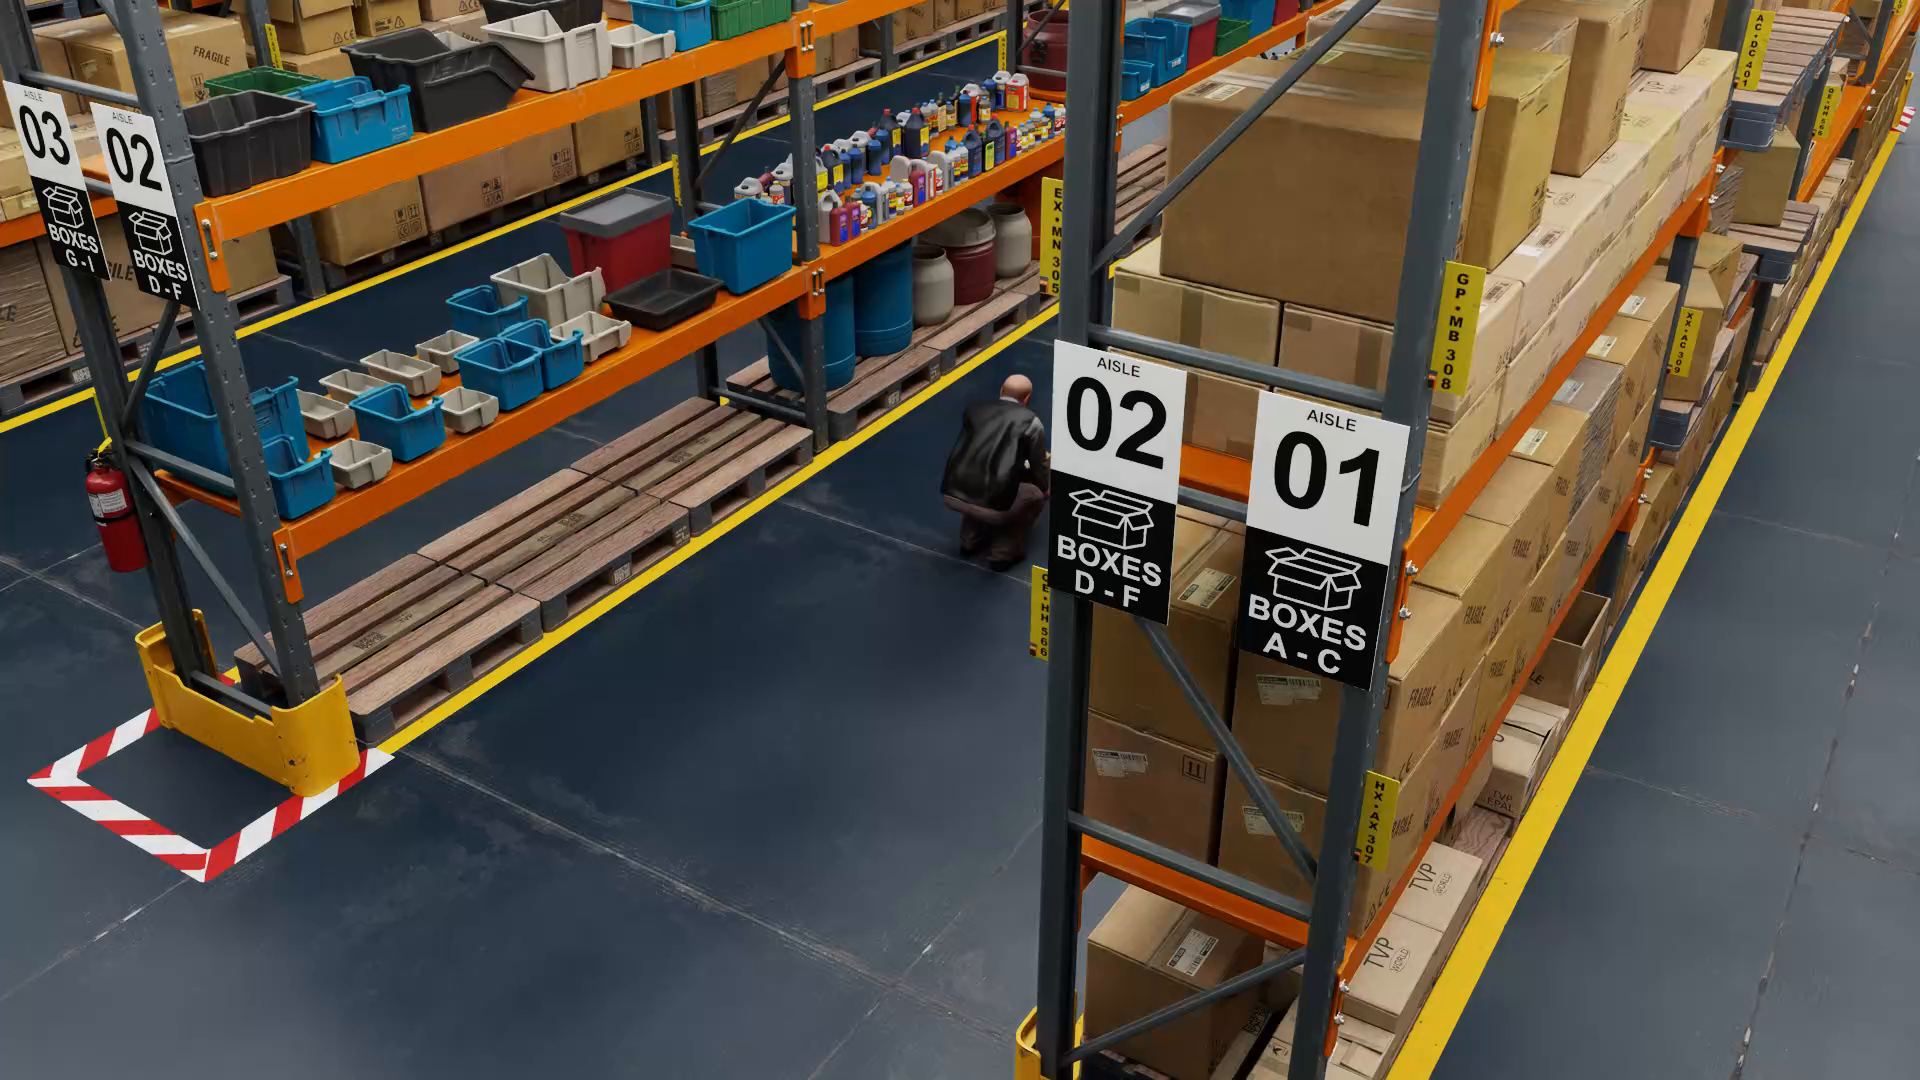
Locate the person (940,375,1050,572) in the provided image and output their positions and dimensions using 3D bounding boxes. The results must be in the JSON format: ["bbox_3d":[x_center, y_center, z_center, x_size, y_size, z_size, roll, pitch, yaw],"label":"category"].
[{"bbox_3d":[0.216,-0.382,9.617,0.519,0.980,0.852,17,34,26],"label":"person"}]
